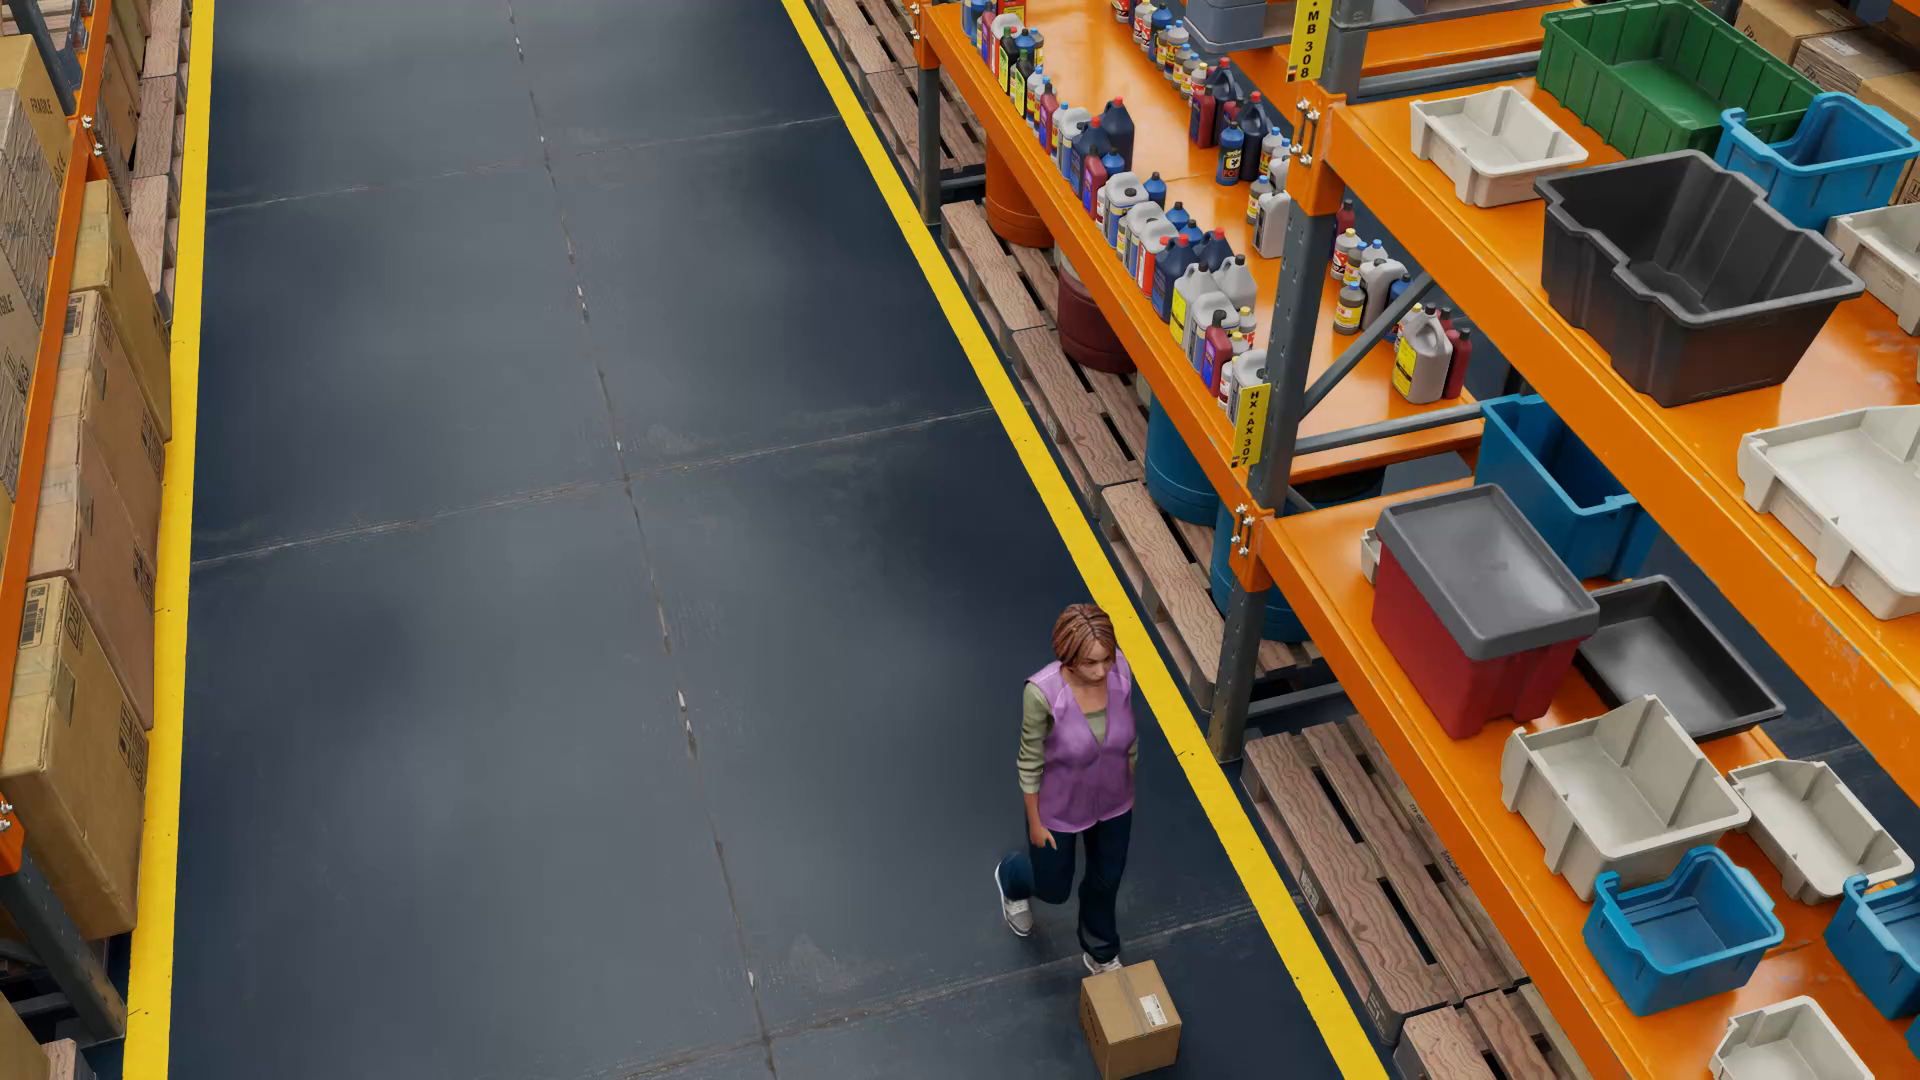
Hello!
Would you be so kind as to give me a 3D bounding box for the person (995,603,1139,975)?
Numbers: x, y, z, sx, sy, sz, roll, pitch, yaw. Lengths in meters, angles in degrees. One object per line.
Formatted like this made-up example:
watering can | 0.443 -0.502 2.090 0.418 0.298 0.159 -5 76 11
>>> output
person | 0.387 0.835 5.270 0.419 1.591 0.635 -17 46 -18
